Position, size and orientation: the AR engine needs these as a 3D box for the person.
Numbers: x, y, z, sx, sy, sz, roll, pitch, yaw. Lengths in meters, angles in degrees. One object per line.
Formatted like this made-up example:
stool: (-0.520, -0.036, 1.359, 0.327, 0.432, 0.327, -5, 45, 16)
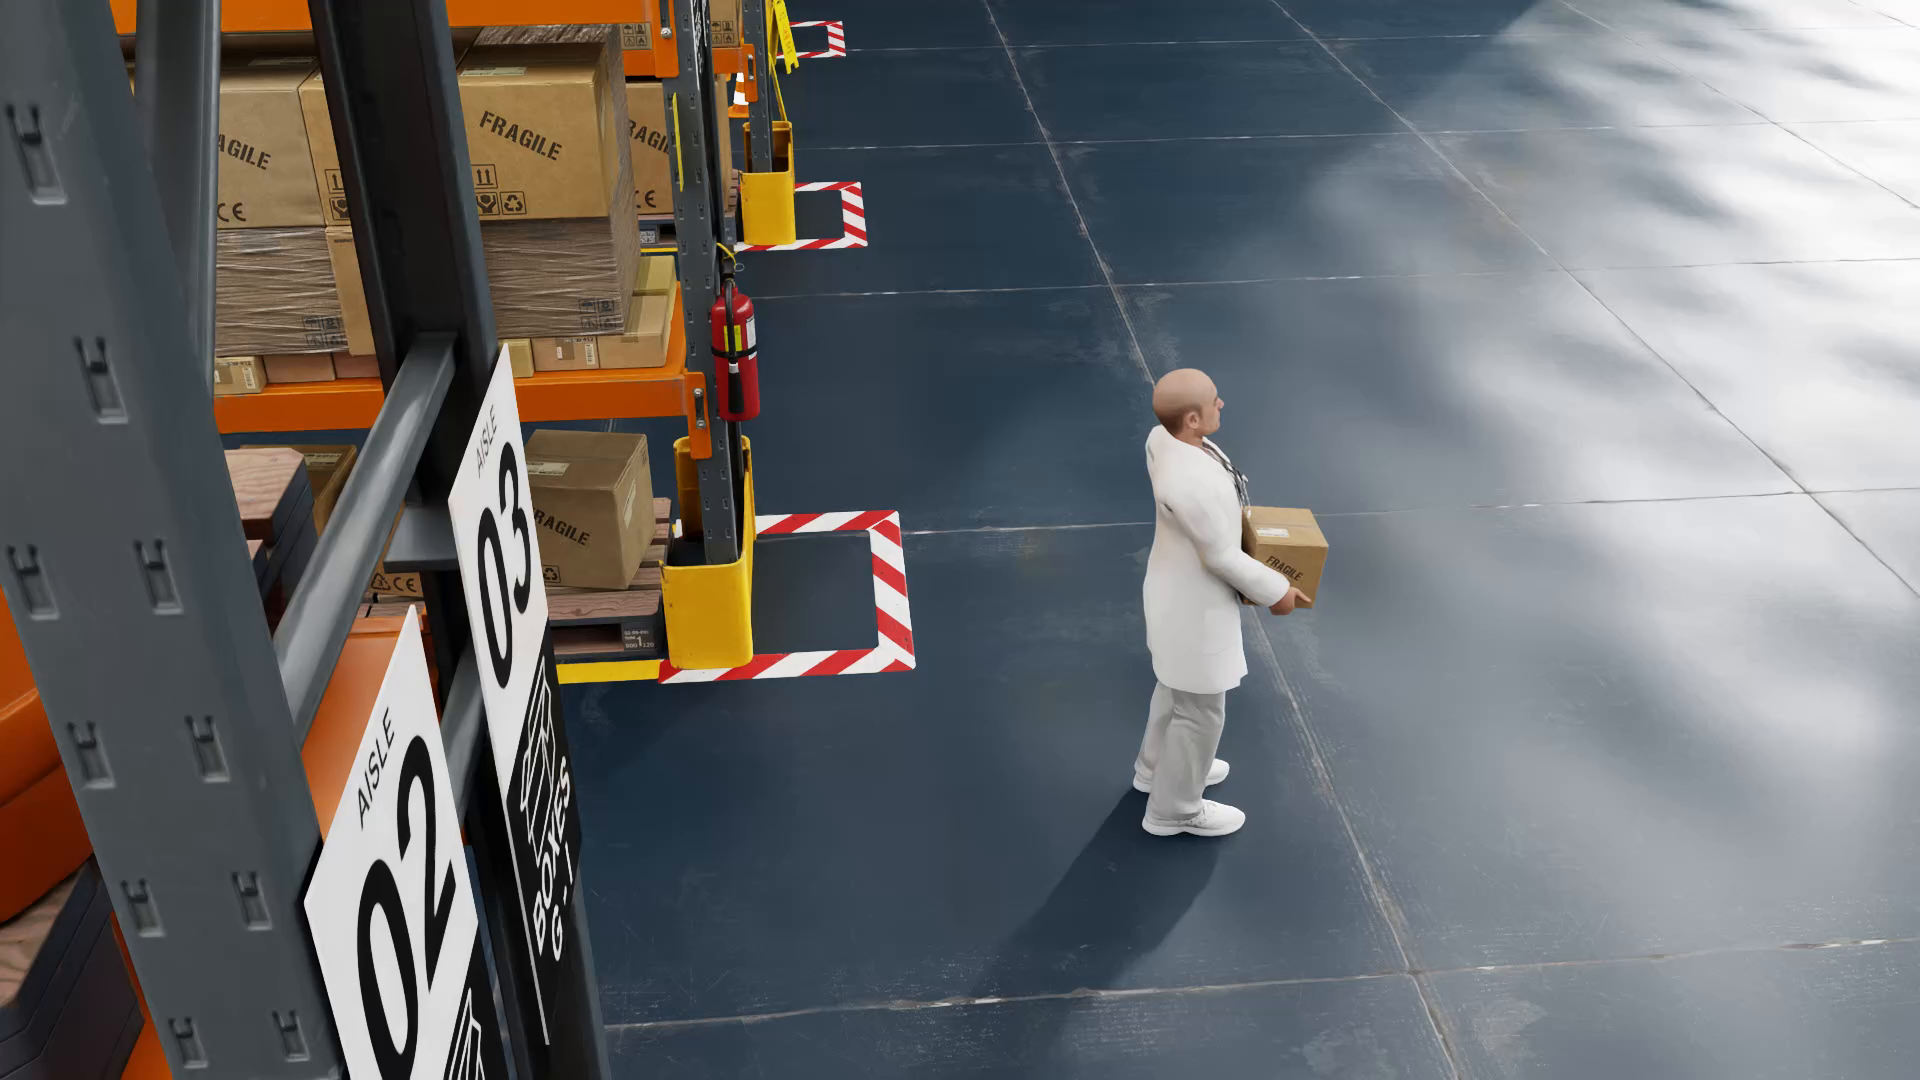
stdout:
person: (0.900, 0.218, 5.785, 0.555, 1.769, 0.531, -3, 31, -4)
